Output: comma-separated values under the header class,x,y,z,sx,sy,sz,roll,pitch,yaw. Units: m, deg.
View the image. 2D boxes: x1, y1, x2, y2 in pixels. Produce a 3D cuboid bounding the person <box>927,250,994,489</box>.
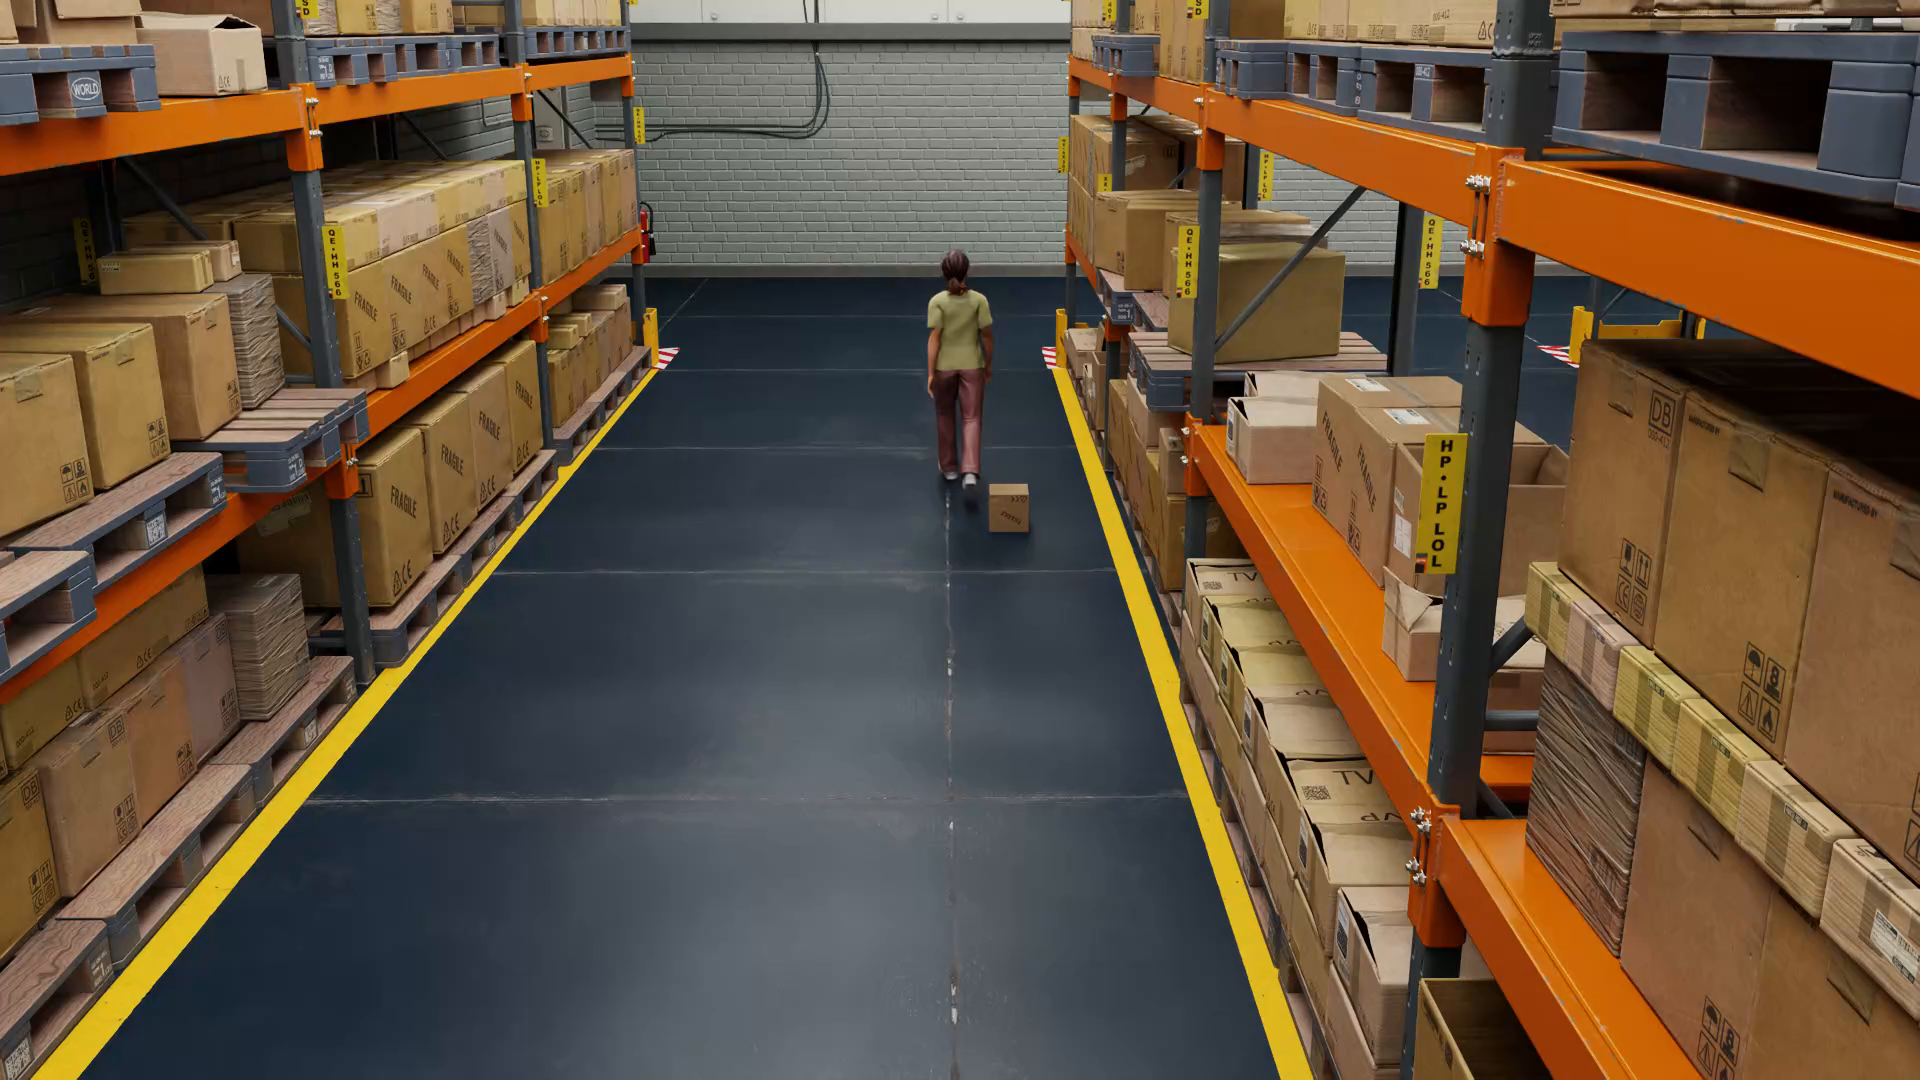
class,x,y,z,sx,sy,sz,roll,pitch,yaw
person,0.003,-1.146,11.248,0.446,1.633,0.958,0,17,0
